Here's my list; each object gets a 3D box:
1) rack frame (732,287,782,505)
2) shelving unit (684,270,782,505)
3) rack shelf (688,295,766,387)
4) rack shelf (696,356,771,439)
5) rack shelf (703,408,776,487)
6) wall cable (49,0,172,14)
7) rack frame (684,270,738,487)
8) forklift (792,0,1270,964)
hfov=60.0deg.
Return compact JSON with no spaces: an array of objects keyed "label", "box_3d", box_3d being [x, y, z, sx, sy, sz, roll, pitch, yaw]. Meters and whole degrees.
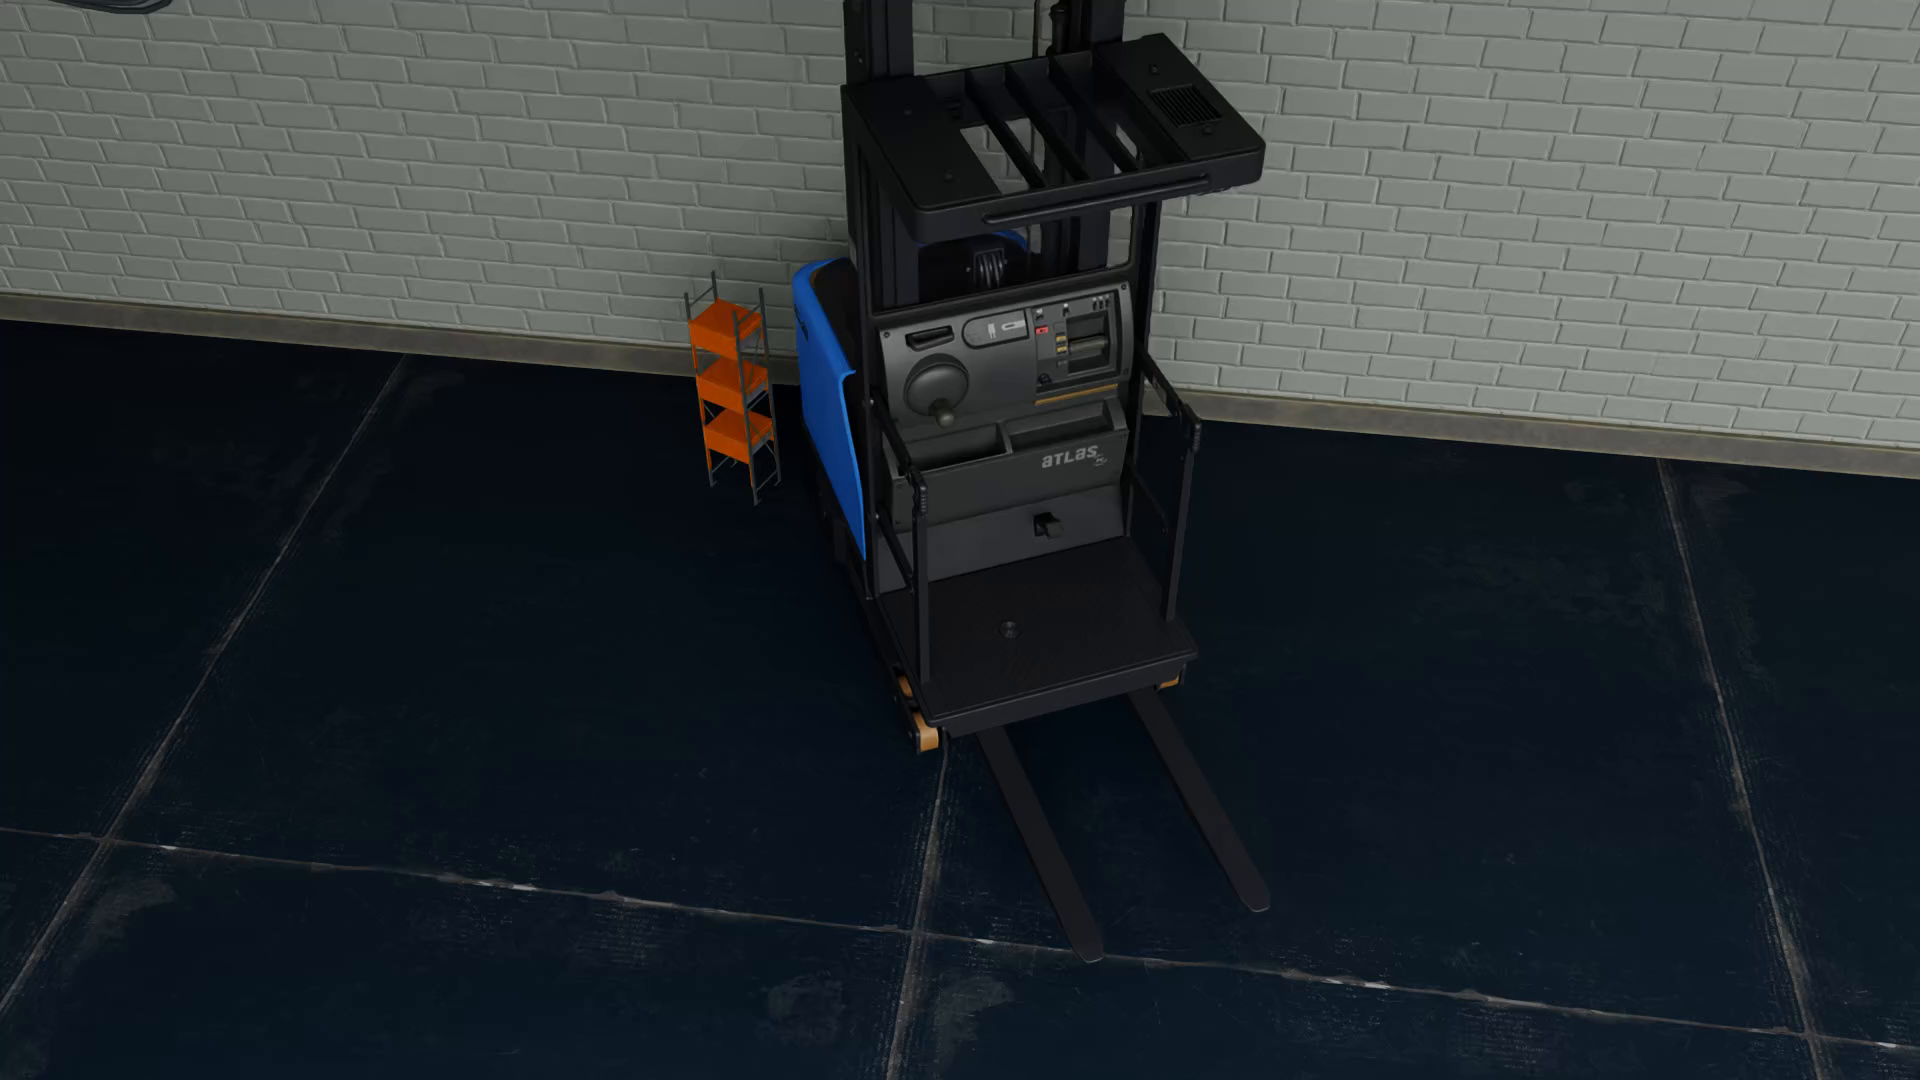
[{"label":"rack frame","box_3d":[-0.863,-0.595,7.115,0.008,1.050,0.200,22,48,22]},{"label":"shelving unit","box_3d":[-0.968,-0.638,7.160,0.252,1.050,0.215,22,48,22]},{"label":"rack shelf","box_3d":[-0.968,-0.836,6.972,0.240,0.259,0.215,22,48,22]},{"label":"rack shelf","box_3d":[-0.968,-0.630,7.167,0.240,0.259,0.215,22,48,22]},{"label":"rack shelf","box_3d":[-0.968,-0.428,7.358,0.240,0.259,0.215,22,48,22]},{"label":"wall cable","box_3d":[-4.719,-3.229,6.374,3.097,2.526,0.112,5,44,6]},{"label":"rack frame","box_3d":[-1.073,-0.680,7.205,0.008,1.050,0.200,22,48,22]},{"label":"forklift","box_3d":[0.244,-0.572,5.722,1.130,2.935,3.031,-13,45,-14]}]
